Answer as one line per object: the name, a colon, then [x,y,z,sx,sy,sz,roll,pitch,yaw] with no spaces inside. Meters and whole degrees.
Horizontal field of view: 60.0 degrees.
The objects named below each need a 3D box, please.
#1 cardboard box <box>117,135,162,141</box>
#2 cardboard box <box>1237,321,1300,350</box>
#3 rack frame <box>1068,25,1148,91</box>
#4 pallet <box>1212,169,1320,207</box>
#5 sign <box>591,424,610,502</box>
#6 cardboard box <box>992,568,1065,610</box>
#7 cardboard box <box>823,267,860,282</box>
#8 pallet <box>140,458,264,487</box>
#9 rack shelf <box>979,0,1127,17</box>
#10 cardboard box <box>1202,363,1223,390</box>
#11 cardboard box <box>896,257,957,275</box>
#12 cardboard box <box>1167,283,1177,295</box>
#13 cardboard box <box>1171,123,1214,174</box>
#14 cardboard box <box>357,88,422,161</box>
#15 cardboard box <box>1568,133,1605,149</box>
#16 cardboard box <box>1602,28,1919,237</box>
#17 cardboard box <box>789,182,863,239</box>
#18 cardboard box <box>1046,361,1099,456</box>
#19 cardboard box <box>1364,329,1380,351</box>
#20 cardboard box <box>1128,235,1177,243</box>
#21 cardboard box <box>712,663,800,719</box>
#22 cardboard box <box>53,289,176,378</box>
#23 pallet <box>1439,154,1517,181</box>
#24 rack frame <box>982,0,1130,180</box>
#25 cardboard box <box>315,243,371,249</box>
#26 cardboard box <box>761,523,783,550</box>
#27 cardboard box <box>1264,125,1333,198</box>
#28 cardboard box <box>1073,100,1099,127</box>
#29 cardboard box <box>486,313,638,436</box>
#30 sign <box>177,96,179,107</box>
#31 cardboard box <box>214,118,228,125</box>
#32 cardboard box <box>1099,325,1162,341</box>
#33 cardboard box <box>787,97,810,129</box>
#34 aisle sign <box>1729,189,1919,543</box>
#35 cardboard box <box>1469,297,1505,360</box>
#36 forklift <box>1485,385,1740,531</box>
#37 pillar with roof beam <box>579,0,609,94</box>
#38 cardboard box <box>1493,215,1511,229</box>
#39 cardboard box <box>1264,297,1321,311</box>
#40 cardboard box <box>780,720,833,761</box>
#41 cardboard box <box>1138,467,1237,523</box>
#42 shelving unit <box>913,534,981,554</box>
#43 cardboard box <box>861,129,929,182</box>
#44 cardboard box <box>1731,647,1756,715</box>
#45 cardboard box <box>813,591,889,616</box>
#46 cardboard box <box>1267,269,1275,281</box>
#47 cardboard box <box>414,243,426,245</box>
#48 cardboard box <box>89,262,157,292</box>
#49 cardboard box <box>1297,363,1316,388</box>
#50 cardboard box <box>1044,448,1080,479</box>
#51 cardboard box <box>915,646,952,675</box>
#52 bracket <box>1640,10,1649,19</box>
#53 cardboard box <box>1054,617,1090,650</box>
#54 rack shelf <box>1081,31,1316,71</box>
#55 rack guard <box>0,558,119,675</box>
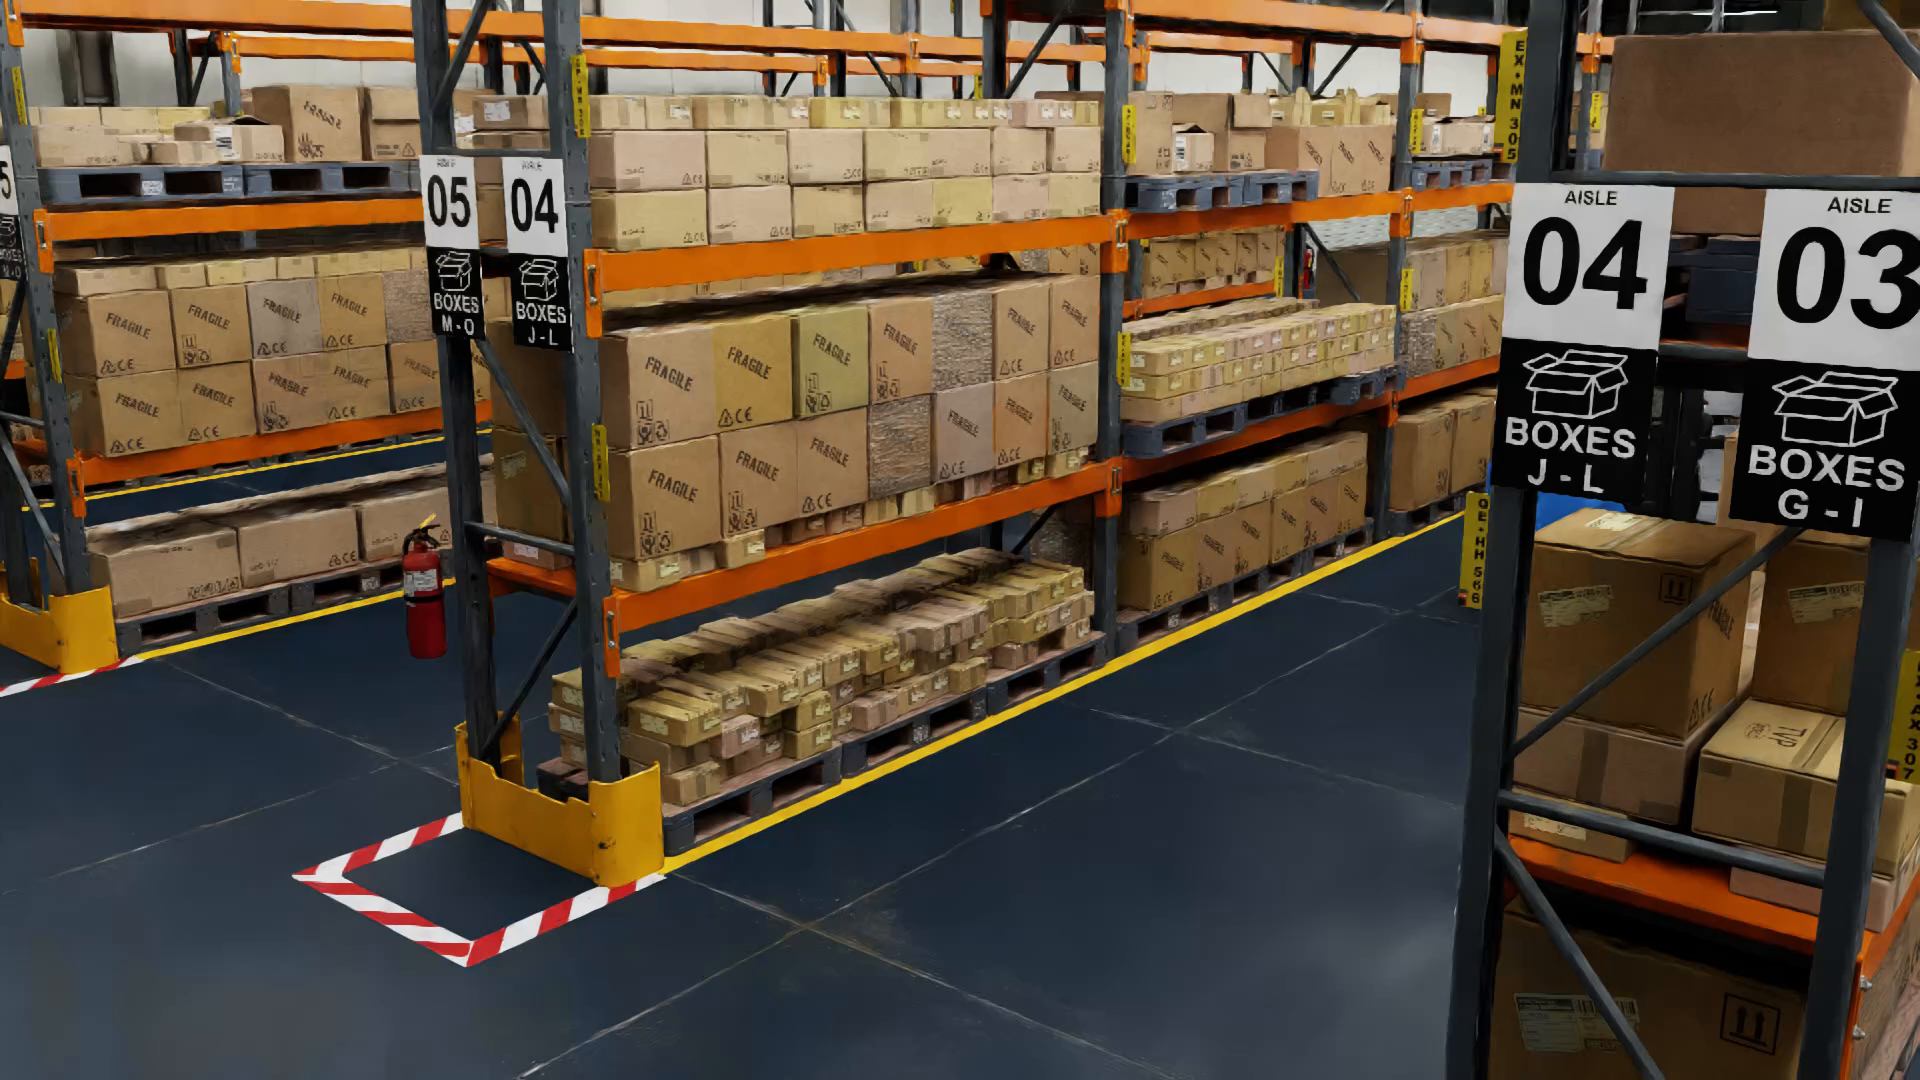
cardboard box: [-7.641,-3.565,15.174,0.500,0.250,0.500,11,18,36]
cardboard box: [2.147,-1.433,11.619,0.380,0.149,0.250,12,19,39]
rack frame: [1.677,-5.945,18.747,1.000,3.000,0.127,11,18,38]
pallet: [1.683,-2.422,11.354,1.213,0.211,1.003,11,18,38]
sign: [-1.529,-0.328,7.063,0.100,0.325,0.005,11,18,38]
cardboard box: [0.412,0.295,10.098,0.380,0.149,0.250,12,18,38]
cardboard box: [-1.274,-2.565,15.394,0.500,0.500,0.500,12,18,39]
pallet: [-7.646,-0.789,16.302,1.003,0.211,1.213,11,18,38]
rack shelf: [-0.694,-2.933,8.358,1.077,0.370,4.000,11,18,38]
cardboard box: [1.492,-1.088,10.867,0.380,0.149,0.250,12,18,39]
cardboard box: [-0.374,-2.718,16.568,0.500,0.500,0.500,11,18,36]
cardboard box: [2.387,-3.038,20.000,0.380,0.149,0.250,11,18,37]
cardboard box: [1.279,-2.509,10.641,0.500,0.311,0.500,11,18,37]
cardboard box: [-4.173,-2.998,11.973,0.797,0.503,0.637,13,19,42]
cardboard box: [6.084,-3.892,16.212,0.380,0.149,0.250,11,18,37]
cardboard box: [2.128,-1.068,4.382,0.700,0.500,0.500,10,17,34]
cardboard box: [-0.822,-1.621,8.123,0.500,0.250,0.500,11,18,36]
cardboard box: [0.479,-0.815,9.930,0.500,0.500,0.500,11,18,38]
cardboard box: [2.954,-1.534,12.622,0.380,0.149,0.250,12,19,40]
cardboard box: [2.123,-3.765,19.513,0.700,0.500,0.500,11,18,37]
cardboard box: [-1.020,0.750,8.307,0.380,0.149,0.250,11,18,37]
cardboard box: [-5.341,-1.320,10.493,0.500,0.500,0.500,11,18,36]
pallet: [5.053,-3.468,15.480,0.805,0.209,1.217,10,18,35]
rack frame: [0.563,-3.666,9.777,1.000,3.000,0.127,11,18,38]
cardboard box: [-4.515,-2.080,12.166,0.380,0.149,0.250,11,18,37]
cardboard box: [-1.098,-0.051,8.242,0.380,0.149,0.250,12,19,40]
cardboard box: [2.294,-2.685,11.805,0.500,0.500,0.500,11,18,38]
cardboard box: [0.579,-2.473,9.652,0.380,0.149,0.250,10,18,35]
cardboard box: [-1.857,-0.796,7.825,0.500,0.500,0.500,11,18,36]
sign: [-7.648,-4.253,16.330,0.100,0.325,0.005,11,18,38]
cardboard box: [-7.116,-4.076,16.334,0.380,0.149,0.250,11,18,37]
cardboard box: [1.160,-1.387,11.438,0.380,0.149,0.250,11,18,37]
cardboard box: [-0.936,-2.035,7.927,0.380,0.149,0.250,12,19,39]
aisle sign: [2.031,-0.405,3.846,0.394,0.787,0.004,11,18,38]
cardboard box: [4.519,-1.906,14.832,0.500,0.500,0.500,11,18,37]
forklift: [5.180,-0.884,11.150,3.031,2.935,1.130,6,15,22]
pillar with roof beam: [-1.233,-5.669,17.662,9.100,9.000,0.400,11,18,38]
cardboard box: [5.850,-2.952,16.652,0.875,0.550,0.550,11,18,38]
cardboard box: [2.633,-1.835,13.204,0.380,0.149,0.250,11,18,38]
cardboard box: [-0.875,0.992,8.564,0.380,0.149,0.250,12,18,38]
cardboard box: [1.566,-0.317,11.479,0.500,0.250,0.500,12,18,39]
shelving unit: [-0.104,-0.986,13.240,0.431,2.100,0.503,11,18,38]
cardboard box: [-0.502,-1.952,8.411,0.500,0.250,0.500,10,18,35]
cardboard box: [2.261,0.492,5.294,0.500,0.250,0.500,11,18,37]
cardboard box: [-0.631,0.420,9.608,0.380,0.149,0.250,10,18,35]
cardboard box: [3.872,-3.465,21.681,0.380,0.149,0.250,11,18,37]
cardboard box: [-3.856,-2.113,12.297,0.380,0.149,0.250,11,18,37]
cardboard box: [-5.317,-1.673,10.564,0.380,0.149,0.250,12,18,39]
cardboard box: [2.314,-1.196,11.895,0.380,0.149,0.250,12,19,39]
cardboard box: [0.488,-0.479,9.928,0.380,0.149,0.250,11,18,36]
cardboard box: [-0.266,0.626,9.400,0.380,0.149,0.250,10,17,35]
bracket: [20.071,-15.453,48.863,0.235,0.232,0.430,11,18,38]
cardboard box: [0.582,0.548,10.312,0.380,0.149,0.250,12,18,38]
rack shelf: [2.934,-5.977,20.344,1.077,0.370,4.000,11,18,38]
rack guard: [-5.880,0.477,10.729,1.175,0.500,0.348,11,18,38]
